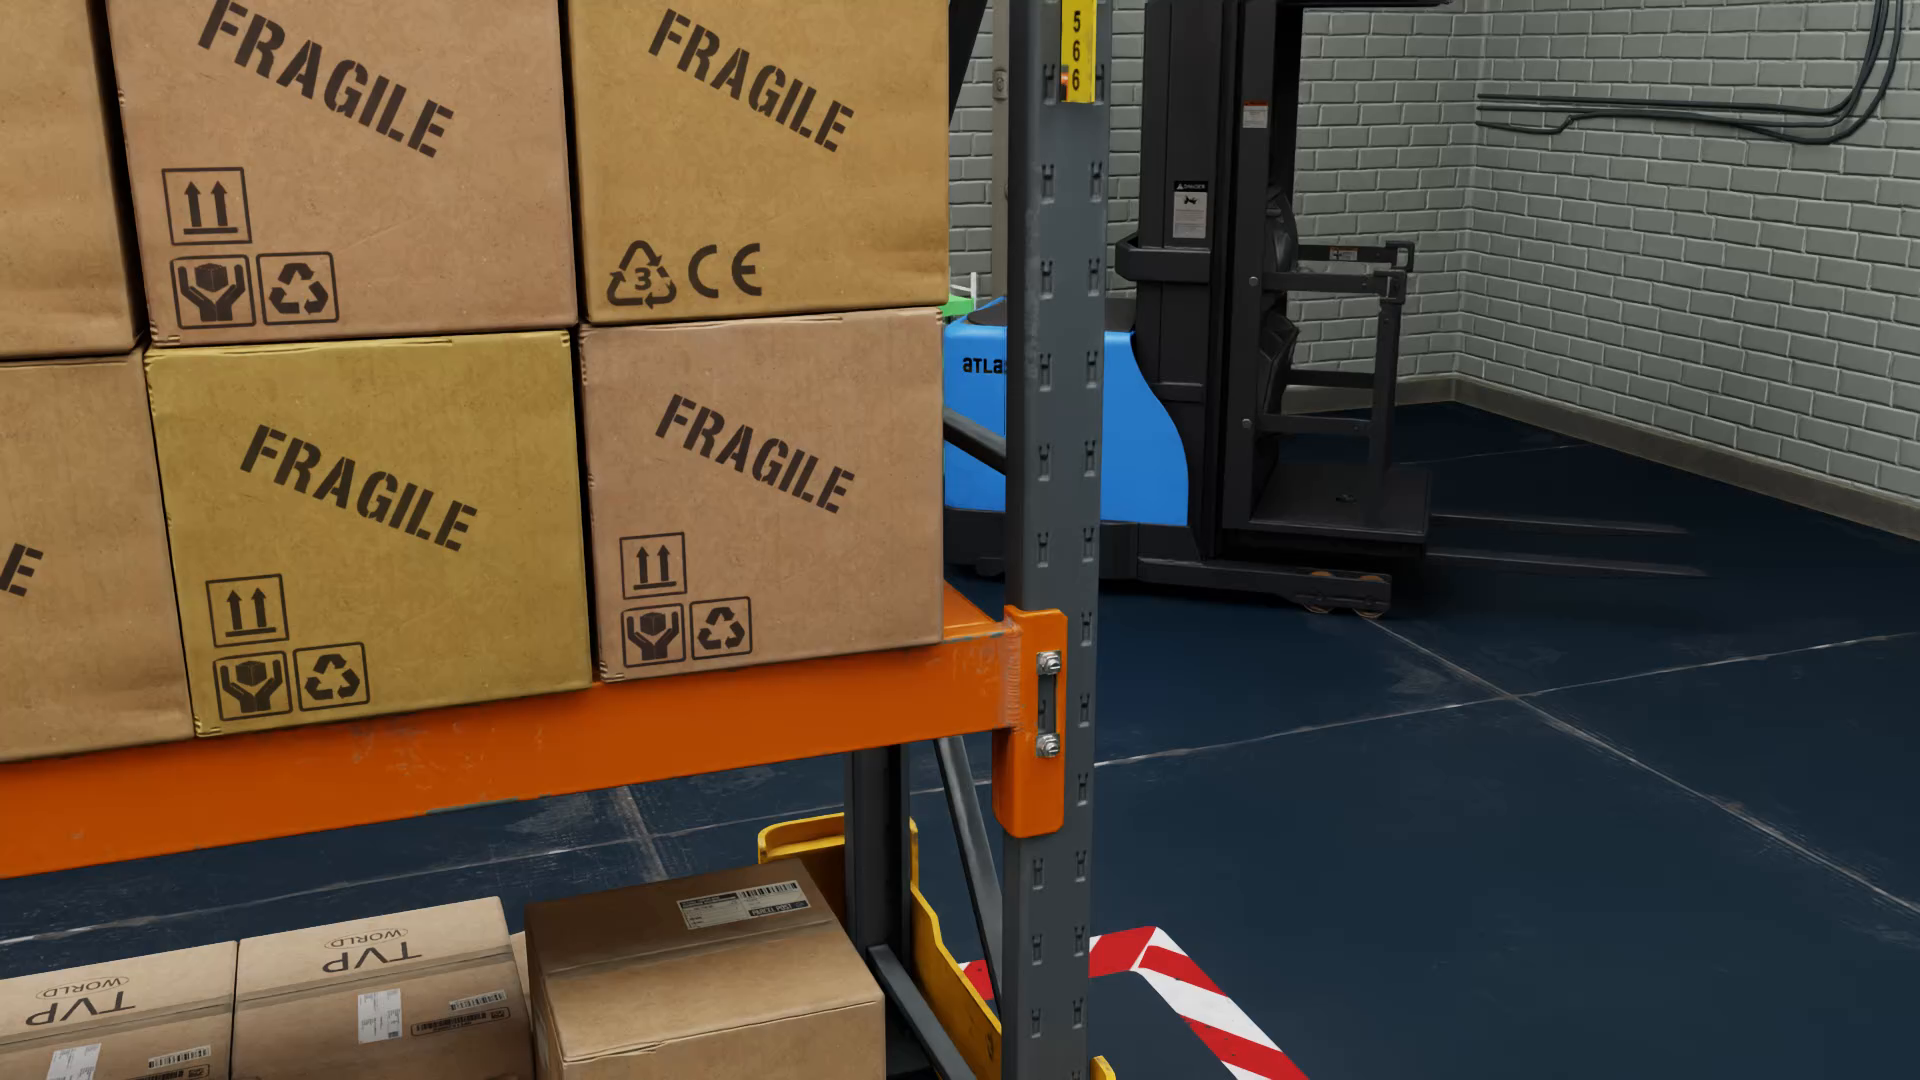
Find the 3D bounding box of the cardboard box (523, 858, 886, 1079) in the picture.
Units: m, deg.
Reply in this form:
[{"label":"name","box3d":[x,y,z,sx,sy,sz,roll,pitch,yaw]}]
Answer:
[{"label":"cardboard box","box3d":[-0.439,0.912,2.825,0.500,0.500,0.500,-6,17,-20]}]

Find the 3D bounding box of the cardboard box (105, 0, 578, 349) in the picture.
[{"label":"cardboard box","box3d":[-0.808,-0.556,2.214,0.500,0.500,0.500,-6,17,-19]}]

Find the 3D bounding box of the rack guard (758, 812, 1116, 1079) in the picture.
[{"label":"rack guard","box3d":[-0.090,1.011,3.269,0.348,0.500,1.175,-6,17,-20]}]

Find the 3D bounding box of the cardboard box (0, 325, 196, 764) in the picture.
[{"label":"cardboard box","box3d":[-1.291,-0.025,2.183,0.500,0.500,0.500,-6,17,-20]}]

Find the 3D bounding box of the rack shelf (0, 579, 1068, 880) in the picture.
[{"label":"rack shelf","box3d":[-1.887,0.351,2.357,4.000,0.370,1.077,-6,17,-20]}]

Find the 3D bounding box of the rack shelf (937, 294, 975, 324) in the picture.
[{"label":"rack shelf","box3d":[-0.205,-1.007,7.421,0.480,0.148,0.258,-10,19,-30]}]

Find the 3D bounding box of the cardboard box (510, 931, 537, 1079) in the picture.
[{"label":"cardboard box","box3d":[-0.767,0.929,3.358,0.250,0.166,0.380,-6,17,-20]}]

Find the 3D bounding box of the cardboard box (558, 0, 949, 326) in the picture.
[{"label":"cardboard box","box3d":[-0.337,-0.607,2.388,0.500,0.500,0.500,-6,18,-21]}]

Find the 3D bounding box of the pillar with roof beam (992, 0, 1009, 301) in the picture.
[{"label":"pillar with roof beam","box3d":[1.957,-3.745,4.379,0.400,9.000,9.100,-6,17,-20]}]

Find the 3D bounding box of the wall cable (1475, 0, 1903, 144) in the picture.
[{"label":"wall cable","box3d":[3.614,-3.364,8.593,0.112,2.526,3.097,-6,17,-20]}]

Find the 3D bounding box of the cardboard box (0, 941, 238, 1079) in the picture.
[{"label":"cardboard box","box3d":[-1.562,0.993,2.992,0.500,0.250,0.500,-6,17,-20]}]

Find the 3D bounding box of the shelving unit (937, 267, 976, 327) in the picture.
[{"label":"shelving unit","box3d":[-0.205,-0.608,7.538,0.503,1.200,0.258,-10,19,-30]}]

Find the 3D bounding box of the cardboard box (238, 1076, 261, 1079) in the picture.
[{"label":"cardboard box","box3d":[-1.337,1.120,2.561,0.500,0.250,0.500,-6,17,-20]}]

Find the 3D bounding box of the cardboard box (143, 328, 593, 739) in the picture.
[{"label":"cardboard box","box3d":[-0.823,-0.074,2.350,0.500,0.500,0.500,-6,17,-20]}]

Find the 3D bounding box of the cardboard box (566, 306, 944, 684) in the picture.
[{"label":"cardboard box","box3d":[-0.340,-0.127,2.531,0.500,0.500,0.500,-6,17,-18]}]

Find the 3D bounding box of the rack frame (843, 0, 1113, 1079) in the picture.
[{"label":"rack frame","box3d":[-0.019,-0.196,2.943,0.127,3.000,1.000,-6,17,-20]}]

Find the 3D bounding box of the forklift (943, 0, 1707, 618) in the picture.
[{"label":"forklift","box3d":[1.490,-1.266,6.707,3.031,2.935,1.130,5,17,16]}]

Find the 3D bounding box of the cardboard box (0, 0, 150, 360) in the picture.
[{"label":"cardboard box","box3d":[-1.291,-0.502,2.032,0.500,0.500,0.500,-6,17,-19]}]

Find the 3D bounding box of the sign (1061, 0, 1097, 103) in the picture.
[{"label":"sign","box3d":[0.160,-0.755,2.231,0.005,0.325,0.100,-6,17,-20]}]

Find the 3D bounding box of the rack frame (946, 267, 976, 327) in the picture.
[{"label":"rack frame","box3d":[0.005,-0.643,7.659,0.015,1.200,0.240,-10,19,-30]}]

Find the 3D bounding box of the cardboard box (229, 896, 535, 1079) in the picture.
[{"label":"cardboard box","box3d":[-1.096,0.943,3.164,0.500,0.250,0.500,-6,17,-20]}]

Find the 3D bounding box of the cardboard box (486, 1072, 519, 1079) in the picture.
[{"label":"cardboard box","box3d":[-0.849,1.089,2.814,0.250,0.166,0.380,-6,17,-20]}]
